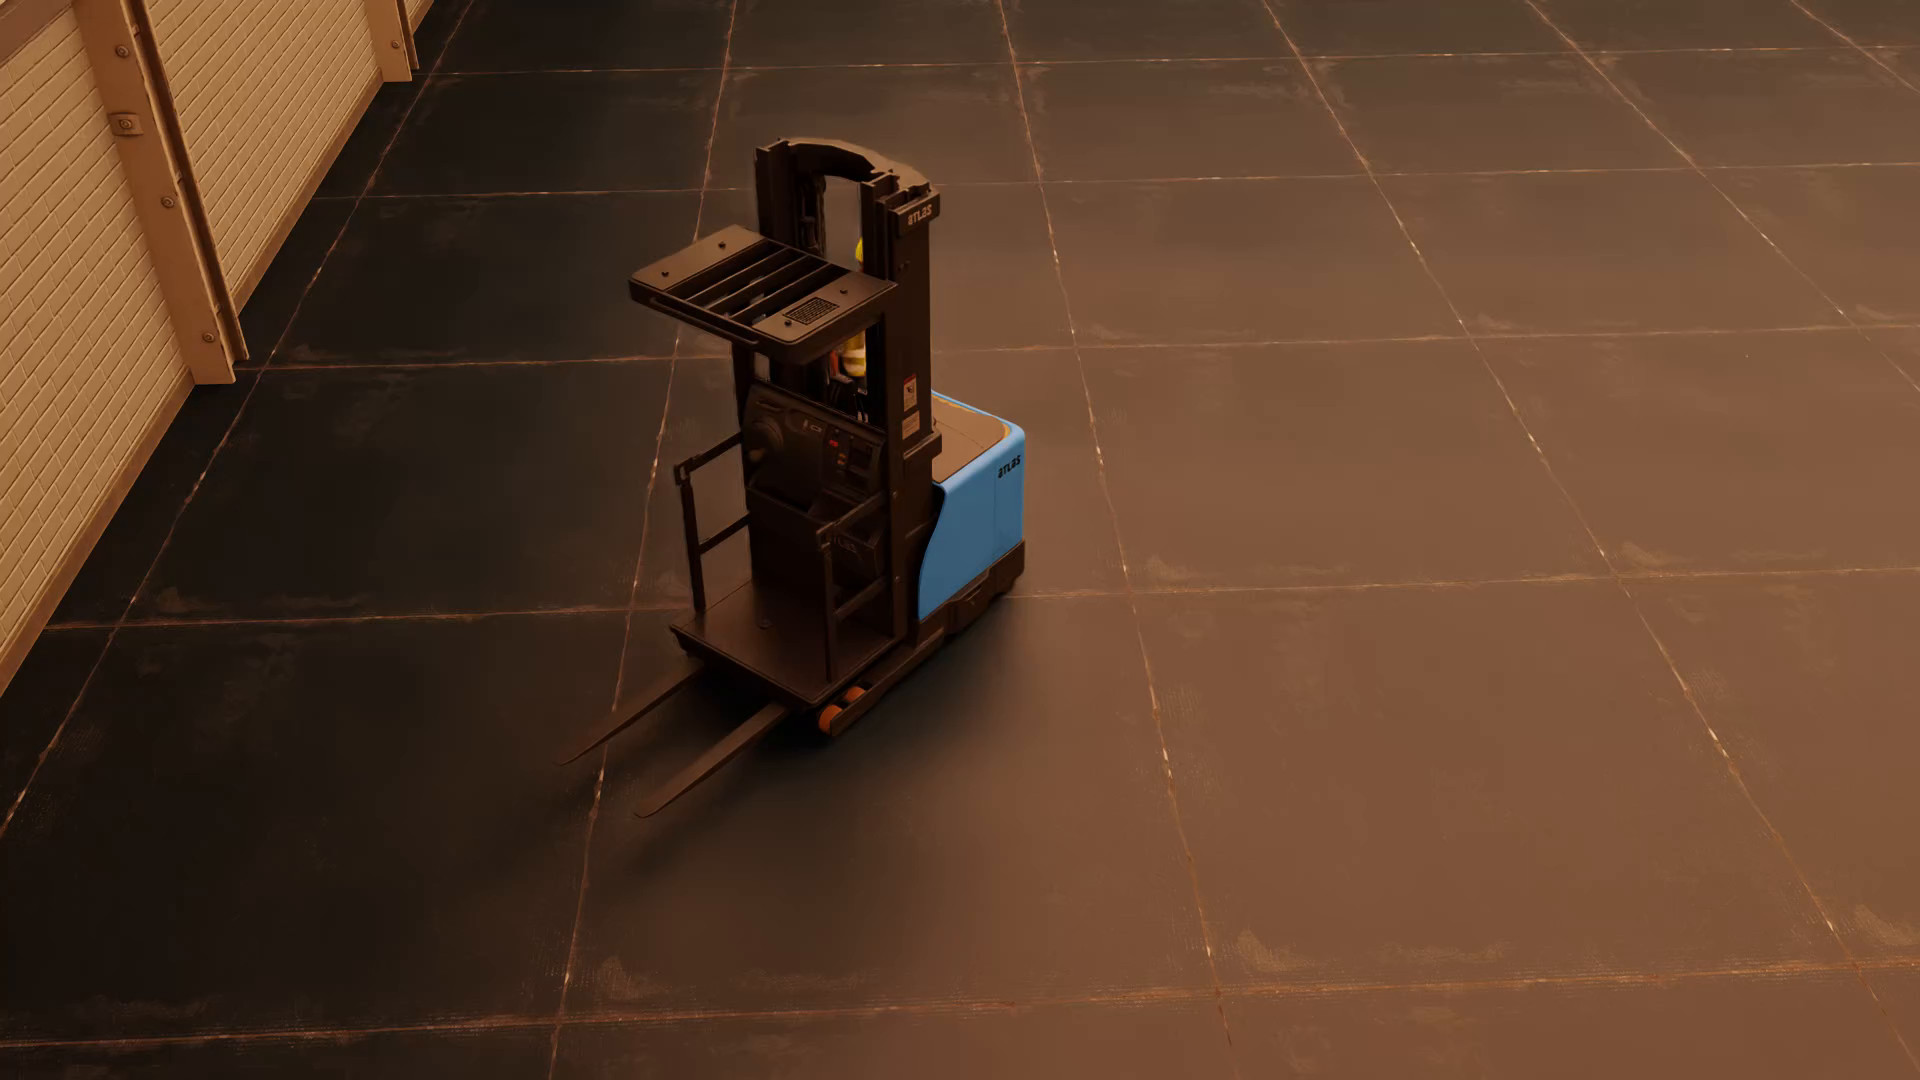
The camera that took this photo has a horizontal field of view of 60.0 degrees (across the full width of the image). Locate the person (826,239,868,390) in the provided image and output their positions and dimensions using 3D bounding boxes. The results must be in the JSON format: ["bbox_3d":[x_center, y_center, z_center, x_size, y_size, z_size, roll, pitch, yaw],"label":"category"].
[{"bbox_3d":[-0.510,-1.116,10.583,0.476,1.728,0.875,21,41,26],"label":"person"}]

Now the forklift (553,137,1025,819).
[{"bbox_3d":[-0.908,-0.451,8.629,1.130,2.935,3.031,25,43,30],"label":"forklift"}]
